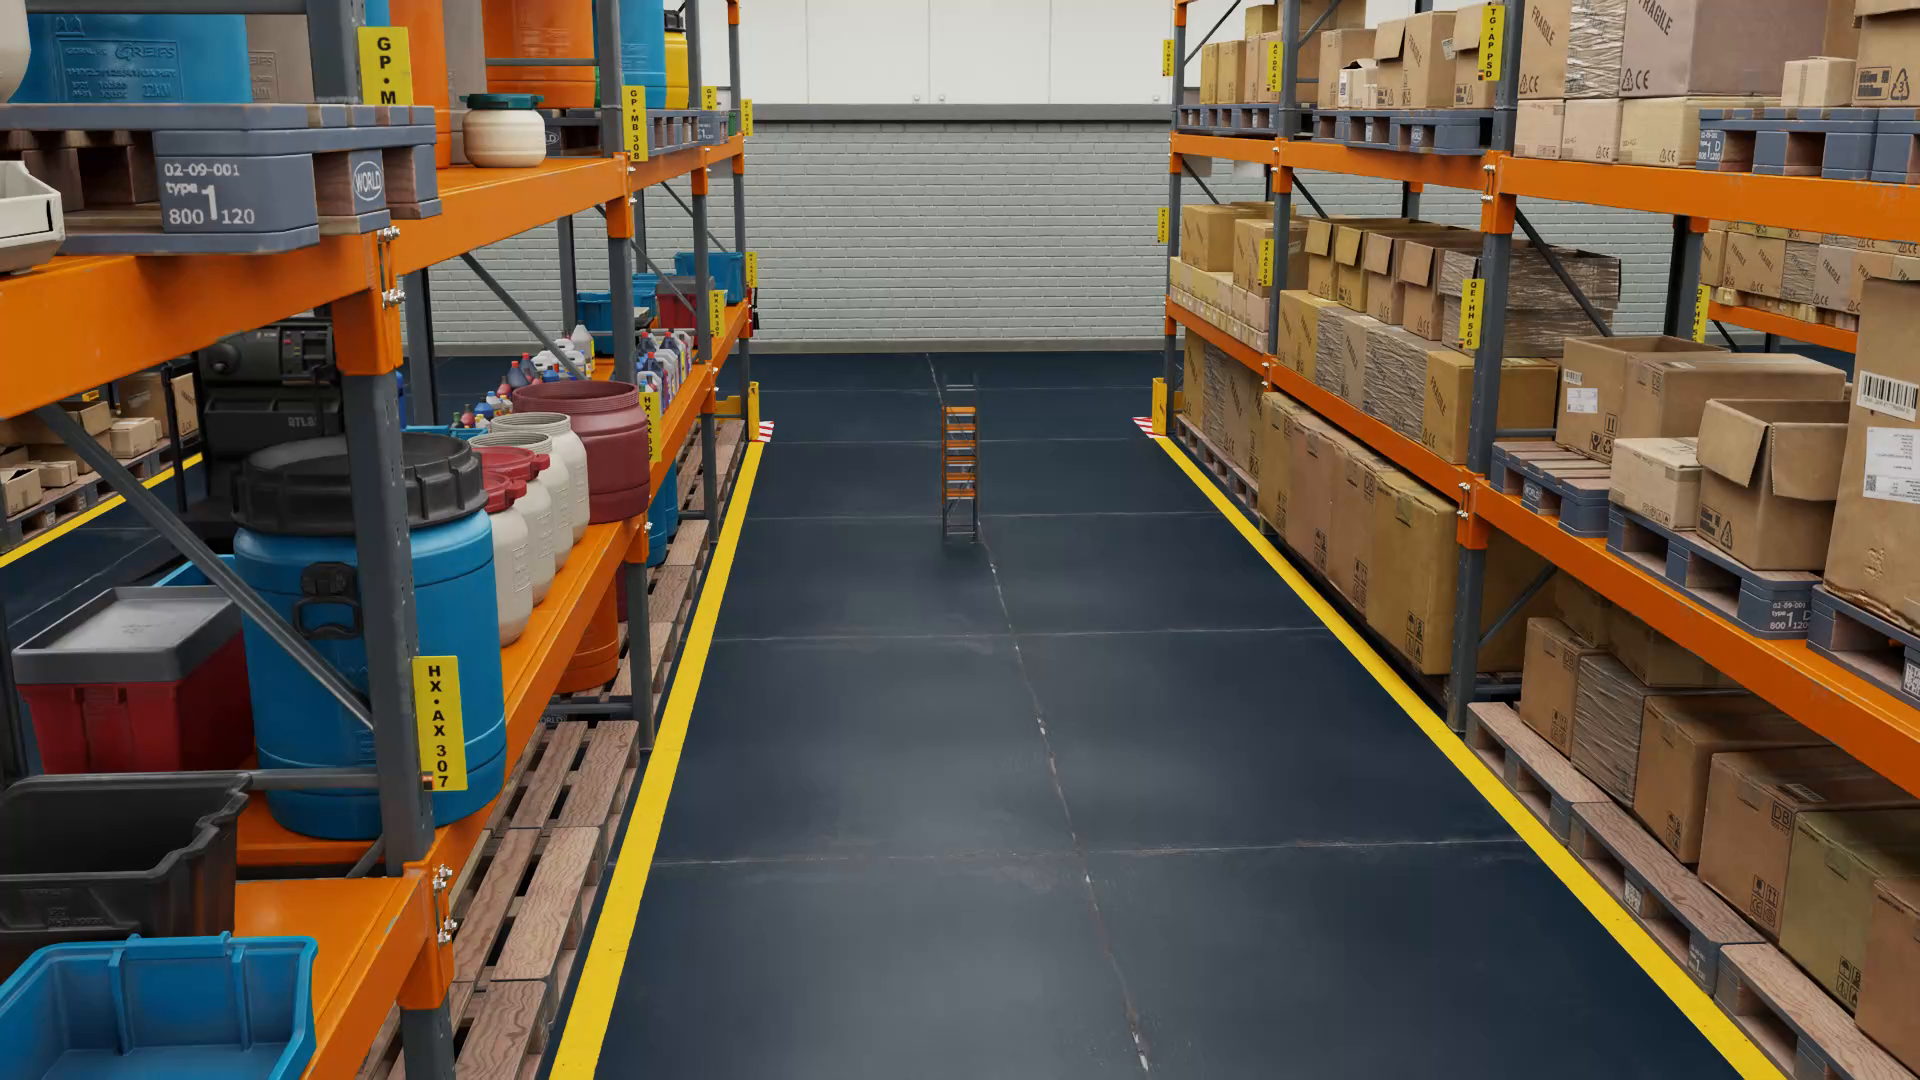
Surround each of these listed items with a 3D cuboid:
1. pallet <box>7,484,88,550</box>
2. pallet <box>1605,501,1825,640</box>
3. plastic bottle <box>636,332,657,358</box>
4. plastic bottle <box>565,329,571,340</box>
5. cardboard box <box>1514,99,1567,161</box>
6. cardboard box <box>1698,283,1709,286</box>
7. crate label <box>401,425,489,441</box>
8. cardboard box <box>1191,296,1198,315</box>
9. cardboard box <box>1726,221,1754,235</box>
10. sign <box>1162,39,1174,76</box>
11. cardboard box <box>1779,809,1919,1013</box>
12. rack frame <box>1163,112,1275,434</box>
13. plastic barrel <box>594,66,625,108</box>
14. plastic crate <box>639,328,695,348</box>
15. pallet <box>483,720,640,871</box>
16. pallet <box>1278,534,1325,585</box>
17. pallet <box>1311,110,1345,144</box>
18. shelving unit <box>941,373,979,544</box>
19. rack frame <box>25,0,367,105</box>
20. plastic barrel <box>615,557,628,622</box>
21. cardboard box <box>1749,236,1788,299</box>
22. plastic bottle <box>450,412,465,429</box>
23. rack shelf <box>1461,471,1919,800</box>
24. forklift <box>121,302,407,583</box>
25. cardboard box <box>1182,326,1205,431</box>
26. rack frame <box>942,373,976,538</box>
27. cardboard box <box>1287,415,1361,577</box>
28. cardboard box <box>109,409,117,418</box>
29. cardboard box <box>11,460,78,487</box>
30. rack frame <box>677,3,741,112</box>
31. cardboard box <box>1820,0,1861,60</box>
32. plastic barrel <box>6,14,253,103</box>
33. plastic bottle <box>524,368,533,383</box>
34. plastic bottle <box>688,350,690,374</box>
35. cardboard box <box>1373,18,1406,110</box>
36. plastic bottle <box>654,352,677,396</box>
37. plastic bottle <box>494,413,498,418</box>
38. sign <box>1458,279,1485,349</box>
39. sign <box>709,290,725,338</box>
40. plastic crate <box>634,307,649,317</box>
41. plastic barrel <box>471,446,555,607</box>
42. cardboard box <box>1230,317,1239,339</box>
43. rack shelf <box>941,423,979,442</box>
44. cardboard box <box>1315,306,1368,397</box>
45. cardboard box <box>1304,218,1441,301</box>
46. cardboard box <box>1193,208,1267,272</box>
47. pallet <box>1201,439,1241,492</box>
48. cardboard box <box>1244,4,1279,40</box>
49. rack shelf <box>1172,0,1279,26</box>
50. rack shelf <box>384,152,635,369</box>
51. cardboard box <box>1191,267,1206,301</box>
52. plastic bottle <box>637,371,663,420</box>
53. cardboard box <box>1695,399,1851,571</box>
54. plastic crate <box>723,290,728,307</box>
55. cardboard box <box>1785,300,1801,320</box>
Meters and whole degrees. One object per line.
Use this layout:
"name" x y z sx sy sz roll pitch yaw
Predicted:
"pallet" -7.223 -0.173 12.274 1.003 0.211 1.213 -1 14 -3
"pallet" 3.118 0.075 6.100 1.003 0.211 1.213 -1 14 -3
"plastic bottle" -1.986 -1.132 10.506 0.144 0.351 0.185 -1 14 -3
"plastic bottle" -2.640 -1.274 11.190 0.061 0.283 0.133 -1 14 -3
"cardboard box" 2.729 -1.769 7.162 0.500 0.250 0.500 -1 14 -2
"cardboard box" 7.108 -2.343 15.618 0.380 0.149 0.250 -1 14 -4
"crate label" -2.198 -0.199 6.709 0.502 0.435 0.616 -1 14 -3
"cardboard box" 2.217 -2.029 14.395 0.380 0.149 0.250 -1 14 -5
"cardboard box" 7.216 -2.986 14.808 0.500 0.500 0.500 0 14 -2
"sign" 1.904 -4.406 15.199 0.100 0.325 0.005 -1 14 -3
"cardboard box" 3.175 1.211 5.434 0.700 0.500 0.500 -1 14 -4
"rack frame" 2.459 -2.499 15.719 1.000 3.000 0.127 -1 14 -3
"plastic barrel" -1.825 -2.281 8.321 0.294 0.245 0.294 0 14 0
"plastic crate" -2.123 -1.447 12.040 0.396 0.136 0.243 -1 14 -3
"pallet" -1.980 1.111 7.286 1.003 0.211 1.213 -1 14 -3
"pallet" 2.829 0.037 11.459 1.003 0.211 1.213 -1 14 -3
"pallet" 2.812 -2.637 10.620 0.805 0.209 1.217 -1 15 -6
"shelving unit" 0.001 -0.577 11.863 0.258 1.200 0.189 -1 14 -3
"rack frame" -1.741 -2.344 3.076 1.000 3.000 0.127 -1 14 -3
"plastic barrel" -2.107 0.129 9.501 0.600 0.588 0.708 -1 14 -3
"cardboard box" 7.244 -2.372 14.429 0.500 0.500 0.500 -1 14 -3
"plastic bottle" -2.440 -0.471 8.069 0.061 0.283 0.133 -1 14 -3
"rack shelf" 3.078 0.336 6.143 1.077 0.370 4.000 -1 14 -3
"forklift" -4.787 -1.323 11.287 1.130 2.935 3.031 0 14 0
"cardboard box" 2.578 -1.516 15.318 0.875 0.875 0.875 -1 14 -3
"rack frame" -0.005 -0.600 11.951 0.240 1.200 0.006 -1 14 -3
"cardboard box" 2.822 -0.298 10.584 1.225 0.875 0.875 -1 14 -5
"cardboard box" -7.647 -0.965 14.391 0.500 0.250 0.500 -1 14 -3
"cardboard box" -7.055 -0.516 12.815 0.380 0.166 0.250 -1 14 -3
"rack frame" -2.485 -5.328 14.675 1.000 3.000 0.127 -1 14 -3
"cardboard box" 3.291 -1.887 6.118 0.500 0.500 0.500 -1 14 -2
"plastic barrel" -1.990 -1.257 3.865 0.600 0.901 0.708 -1 14 -3
"plastic bottle" -2.470 -0.835 9.486 0.061 0.283 0.133 -1 14 -3
"plastic bottle" -1.856 -1.210 11.109 0.097 0.201 0.097 0 14 0
"cardboard box" 2.806 -2.723 9.521 0.797 0.503 0.637 -1 14 -4
"plastic bottle" -1.828 -1.025 10.239 0.152 0.276 0.135 -1 14 -3
"plastic bottle" -2.461 -0.590 8.698 0.097 0.201 0.097 0 14 0
"sign" 2.400 -1.061 7.806 0.100 0.325 0.005 -1 14 -3
"sign" -1.688 -1.570 11.553 0.100 0.325 0.005 -1 14 -3
"plastic crate" -2.645 -1.758 13.246 0.293 0.136 0.466 -1 14 -3
"plastic barrel" -1.654 -0.035 5.872 0.433 0.535 0.433 0 14 0
"cardboard box" 2.313 -1.645 12.905 0.380 0.149 0.250 -1 14 -2
"rack shelf" 0.001 -0.767 11.814 0.258 0.103 0.180 -1 14 -3
"cardboard box" 2.548 -1.185 10.411 0.500 0.500 0.500 -1 14 -5
"cardboard box" 2.754 -1.880 11.099 0.797 0.503 0.637 -1 14 -5
"cardboard box" 2.288 -2.557 14.144 0.500 0.500 0.500 -1 14 -5
"pallet" 2.659 -0.648 14.122 1.003 0.211 1.213 -1 14 -3
"cardboard box" 2.574 -4.113 13.222 0.500 0.250 0.500 -1 14 -5
"rack shelf" 2.582 -4.365 13.178 1.077 0.370 4.000 -1 14 -3
"rack shelf" -1.865 -1.040 5.472 1.077 0.370 4.000 -1 14 -3
"cardboard box" 2.285 -2.193 14.233 0.500 0.250 0.500 -1 14 -5
"plastic bottle" -1.779 -0.830 9.483 0.152 0.276 0.135 -1 14 -3
"cardboard box" 3.002 -0.198 5.725 0.797 0.503 0.637 1 14 2
"plastic crate" -2.254 -2.124 14.670 0.396 0.136 0.243 -1 14 -3
"cardboard box" 7.256 -1.956 14.113 0.380 0.149 0.250 0 14 -1
